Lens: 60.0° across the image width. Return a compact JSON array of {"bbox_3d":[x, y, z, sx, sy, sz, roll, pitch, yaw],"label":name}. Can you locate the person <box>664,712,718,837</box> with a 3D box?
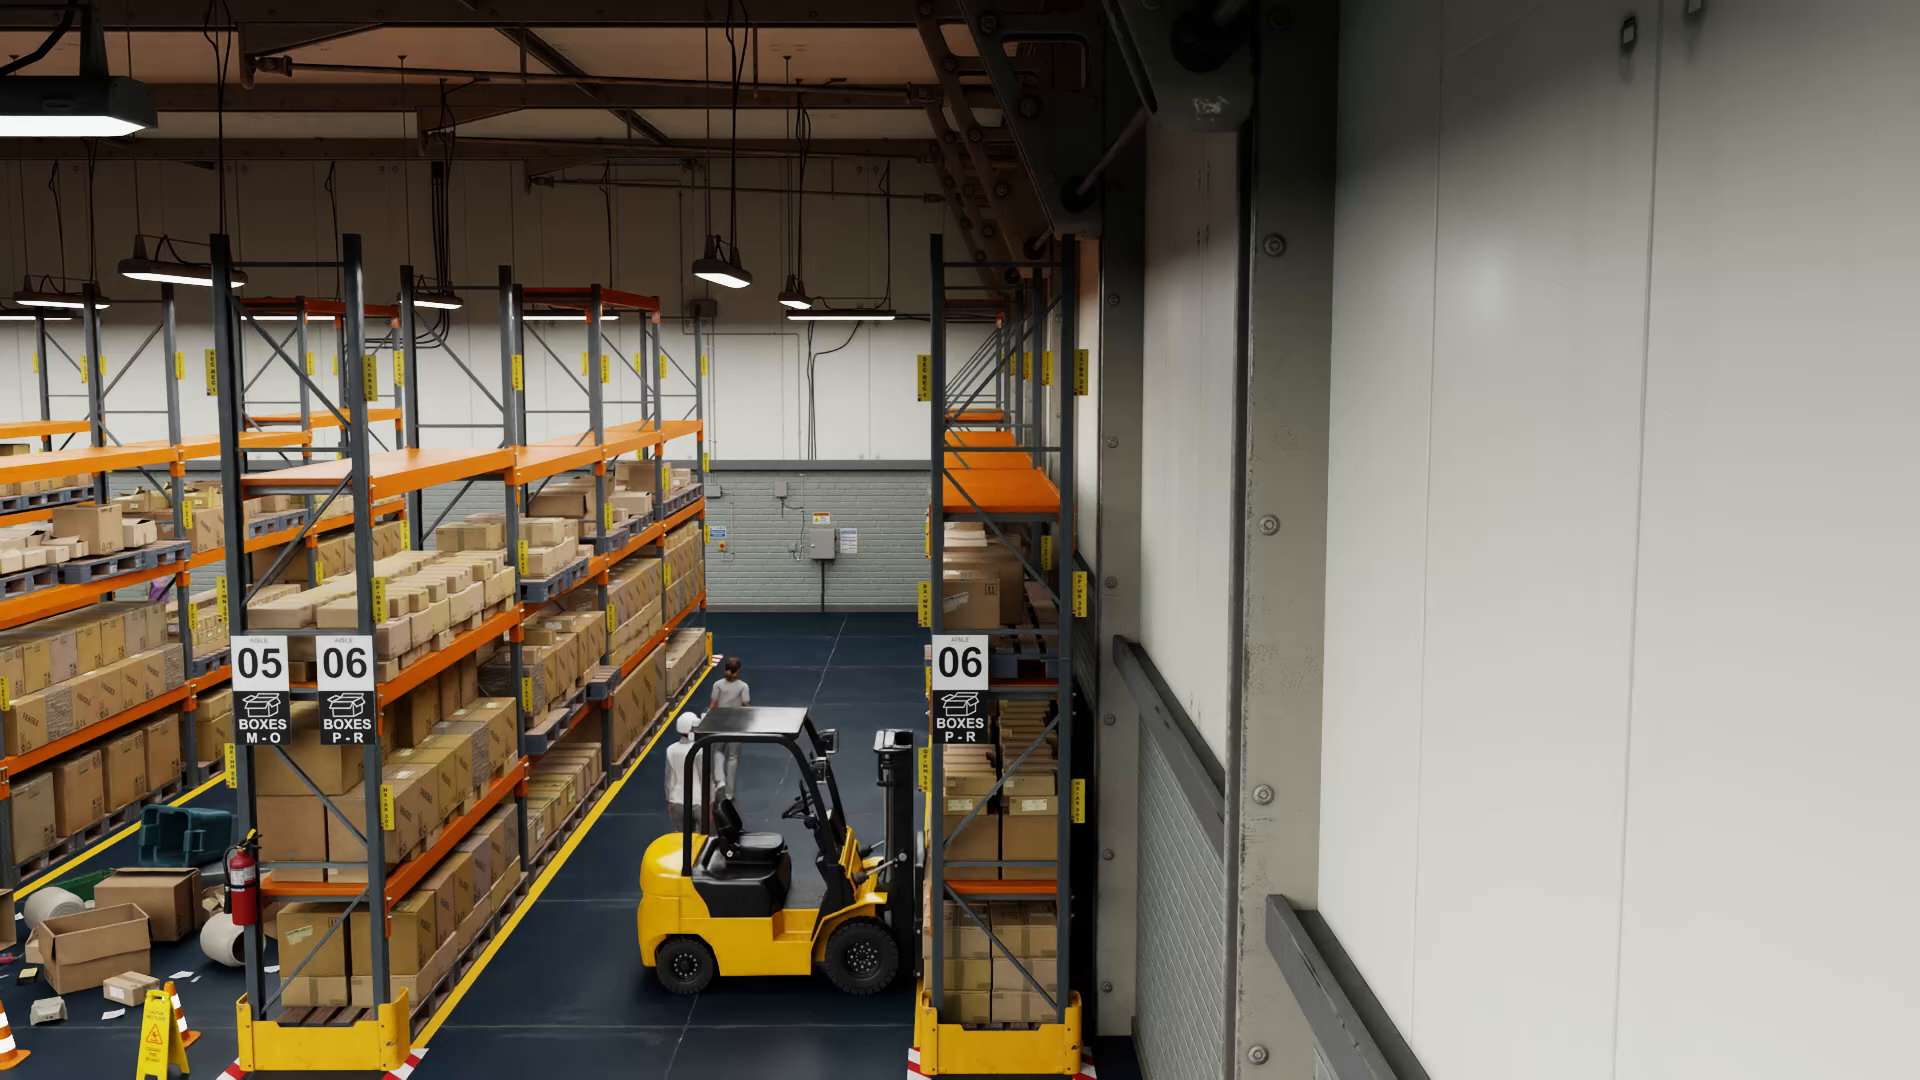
[{"bbox_3d":[-2.586,2.527,15.926,0.580,1.764,0.479,2,7,18],"label":"person"}]

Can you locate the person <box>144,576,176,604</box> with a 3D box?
[{"bbox_3d":[-13.918,1.209,28.911,0.544,1.657,0.445,3,7,24],"label":"person"}]

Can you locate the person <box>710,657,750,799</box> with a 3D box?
[{"bbox_3d":[-2.682,2.210,19.367,0.481,1.636,0.463,0,6,1],"label":"person"}]
